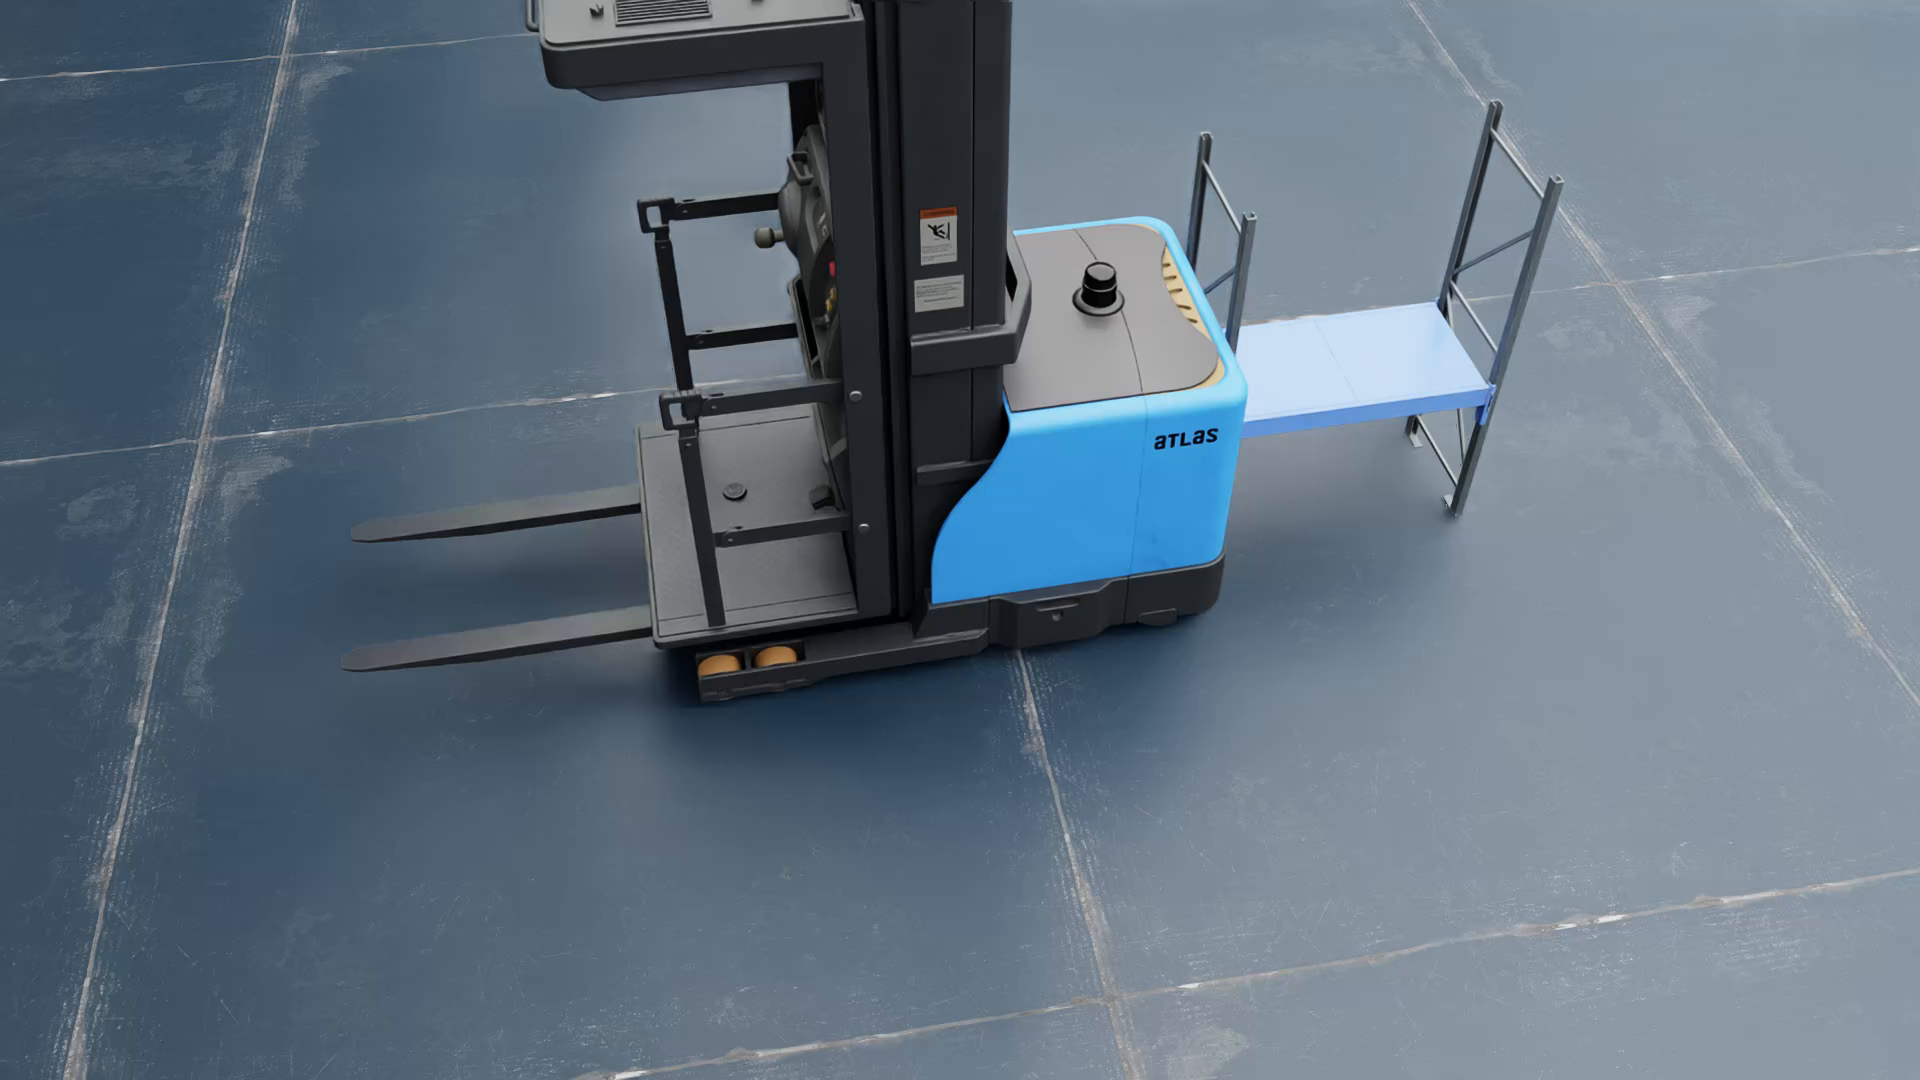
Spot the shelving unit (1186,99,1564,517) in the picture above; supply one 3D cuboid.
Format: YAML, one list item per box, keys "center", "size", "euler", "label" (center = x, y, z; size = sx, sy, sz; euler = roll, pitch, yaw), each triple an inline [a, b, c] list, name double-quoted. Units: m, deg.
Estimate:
- center: [1.350, -0.715, 5.897]
  size: [1.048, 1.500, 0.538]
  euler: [-8, 47, -8]
  label: "shelving unit"

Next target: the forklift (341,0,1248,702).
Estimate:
- center: [-0.639, -0.882, 5.064]
  size: [3.031, 2.935, 1.130]
  euler: [-8, 47, -8]
  label: "forklift"

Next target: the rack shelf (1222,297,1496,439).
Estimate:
- center: [1.350, -0.590, 6.027]
  size: [1.000, 0.185, 0.538]
  euler: [-8, 47, -8]
  label: "rack shelf"

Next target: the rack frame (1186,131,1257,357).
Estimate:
- center: [0.851, -0.643, 5.828]
  size: [0.032, 1.500, 0.500]
  euler: [-8, 47, -8]
  label: "rack frame"

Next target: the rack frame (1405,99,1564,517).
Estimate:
- center: [1.848, -0.786, 5.966]
  size: [0.032, 1.500, 0.500]
  euler: [-8, 47, -8]
  label: "rack frame"
